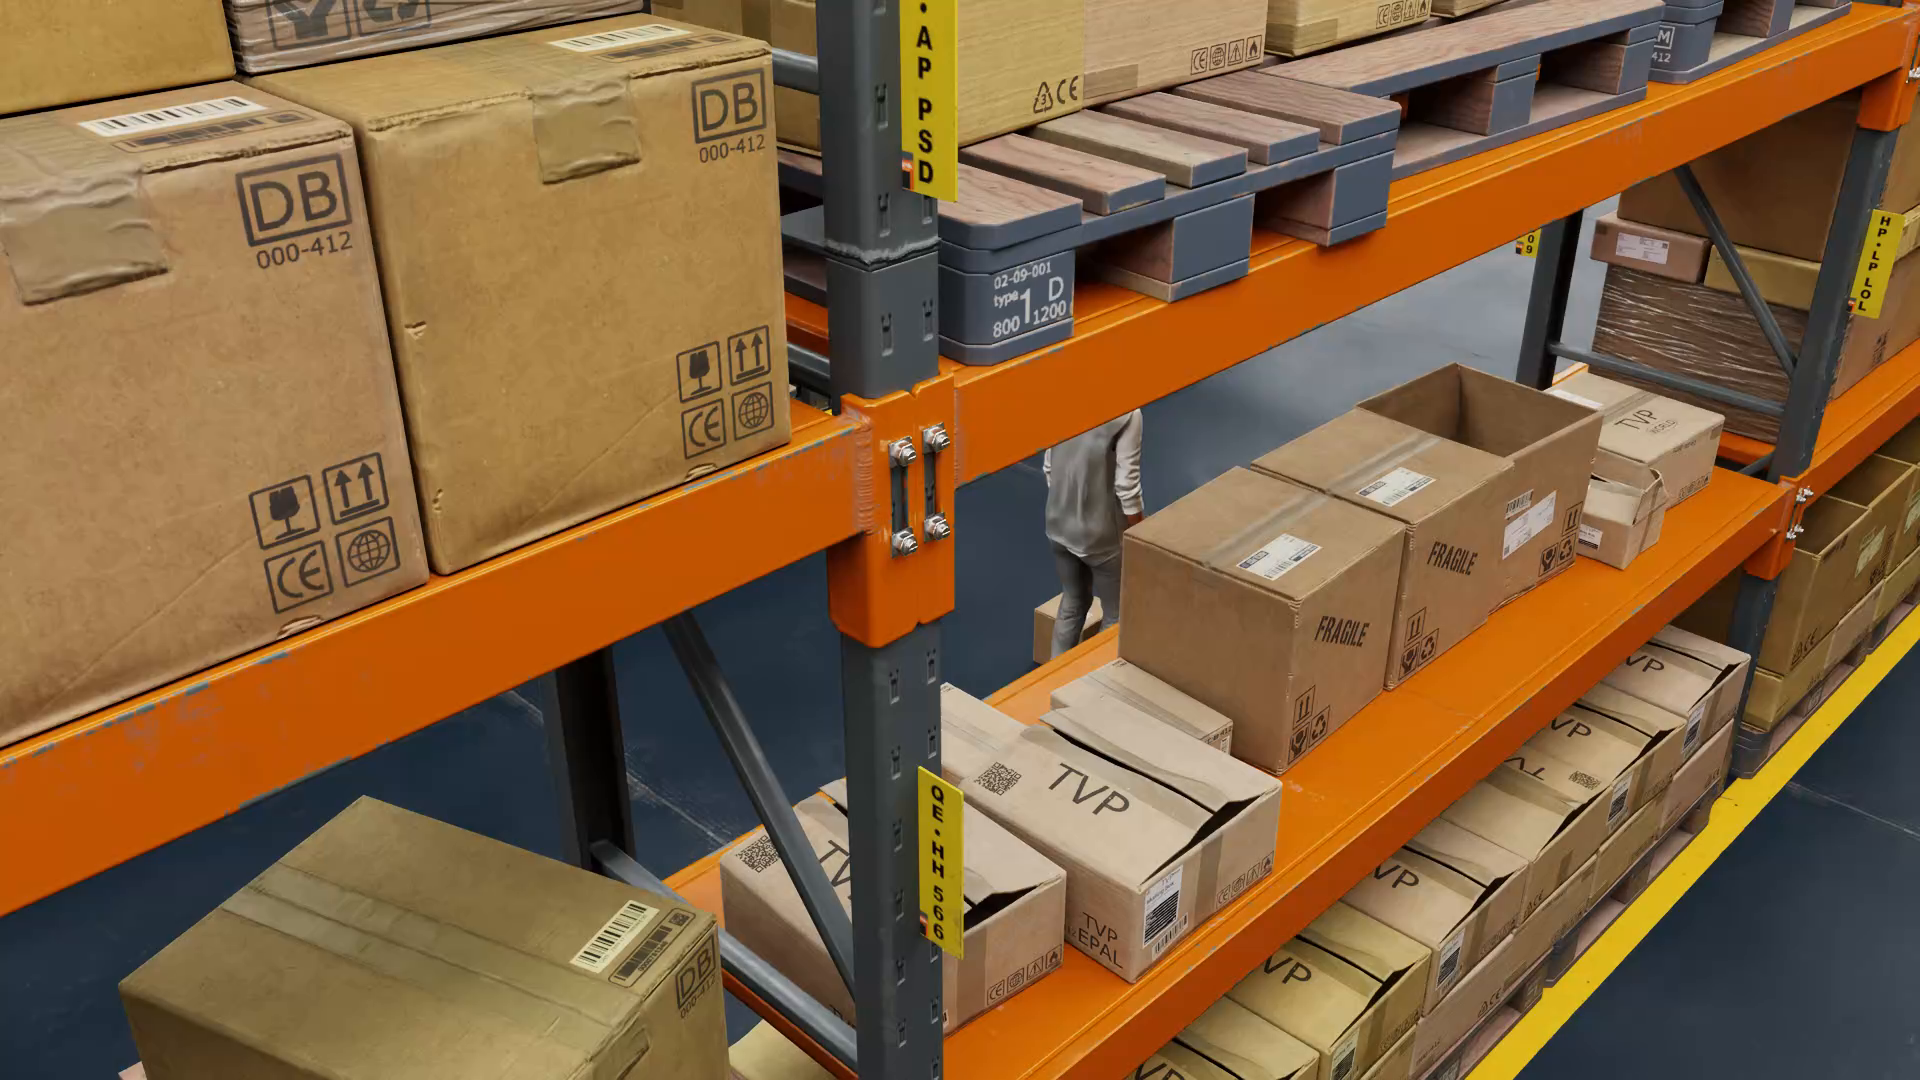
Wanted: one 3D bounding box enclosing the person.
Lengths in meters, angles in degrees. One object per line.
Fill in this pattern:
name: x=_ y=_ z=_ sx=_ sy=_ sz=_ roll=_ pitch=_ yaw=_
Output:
person: x=0.502 y=-0.034 z=6.197 sx=0.344 sy=1.592 sz=0.460 roll=-25 pitch=37 yaw=-38
